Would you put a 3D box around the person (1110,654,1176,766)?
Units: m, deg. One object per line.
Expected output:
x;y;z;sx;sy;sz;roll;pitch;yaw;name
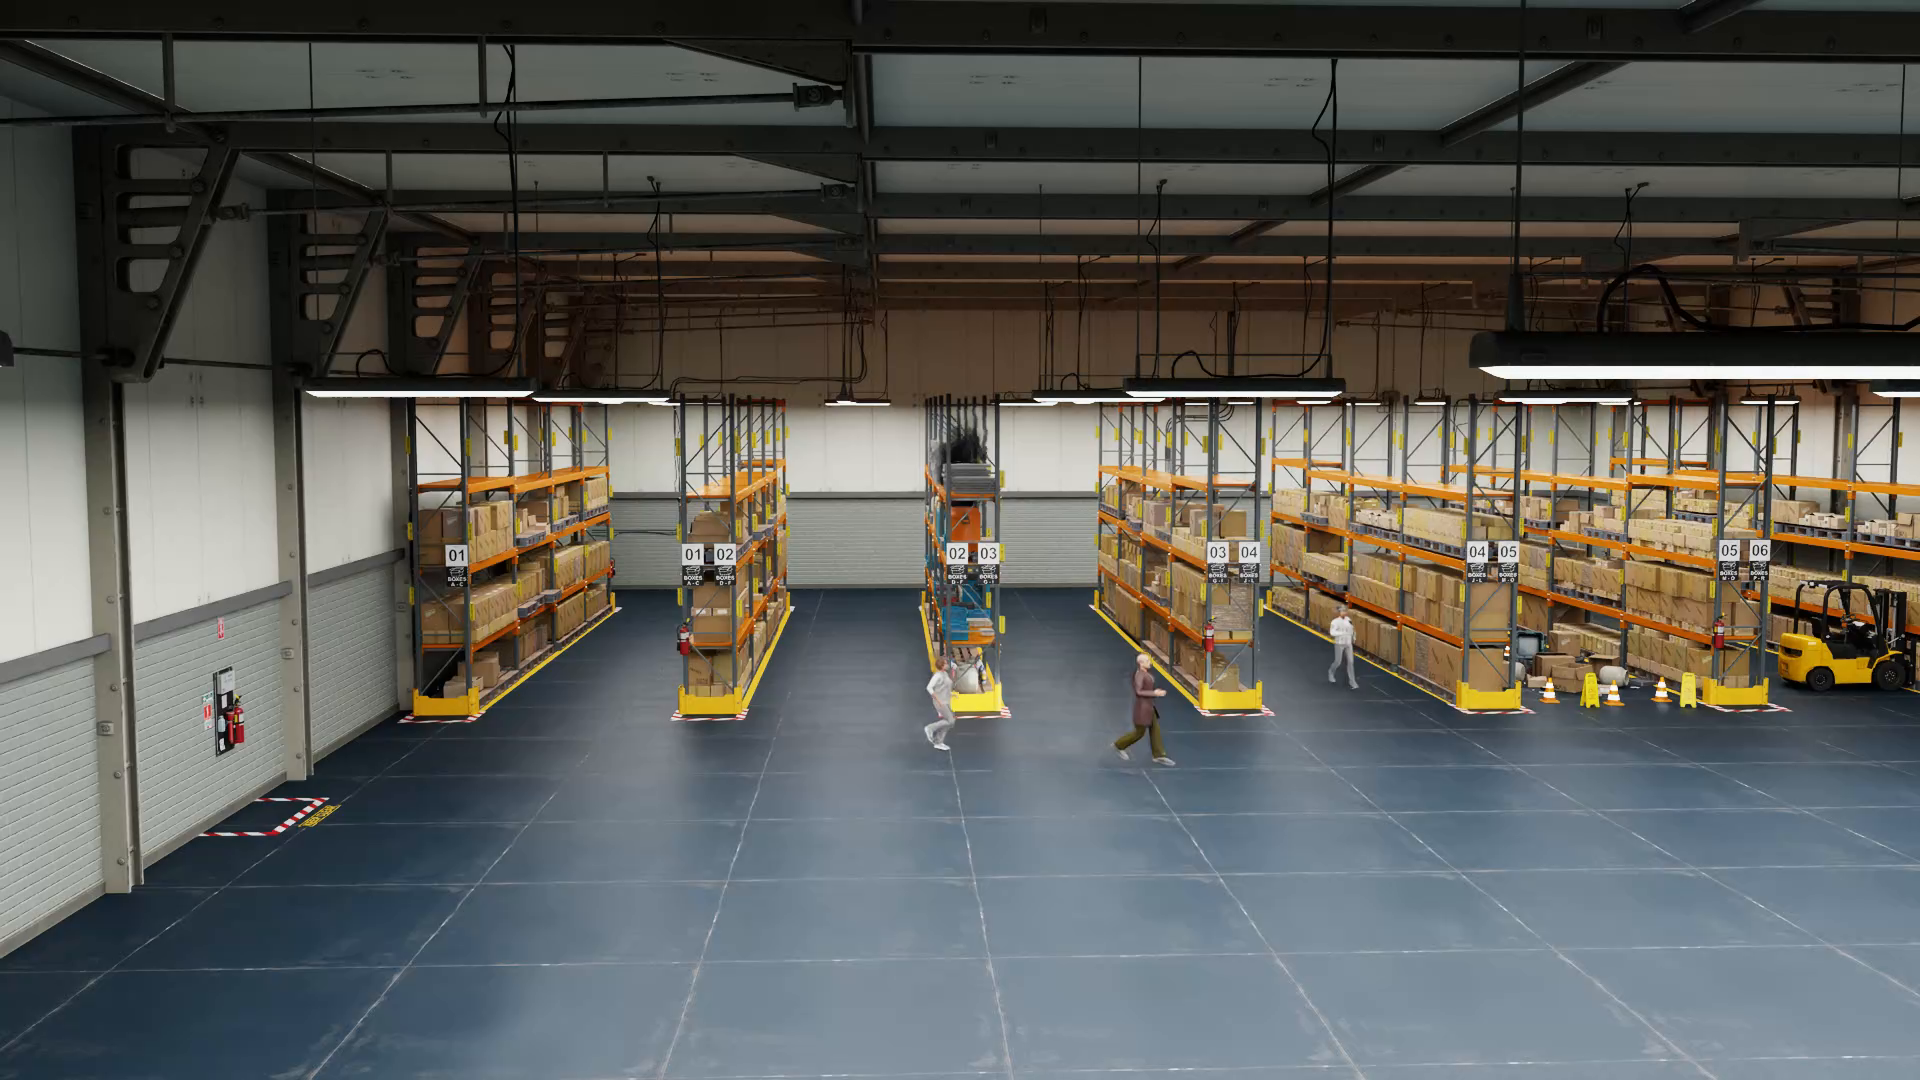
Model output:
2.932;2.713;26.607;1.049;1.781;0.707;2;5;20;person

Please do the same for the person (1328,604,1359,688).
7.913;2.155;34.228;0.624;1.668;0.997;-1;5;-11;person

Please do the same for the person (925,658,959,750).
-0.301;2.748;27.934;0.540;1.555;0.540;2;5;21;person

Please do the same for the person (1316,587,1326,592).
10.501;1.020;48.496;0.704;1.771;0.812;-3;5;-30;person
